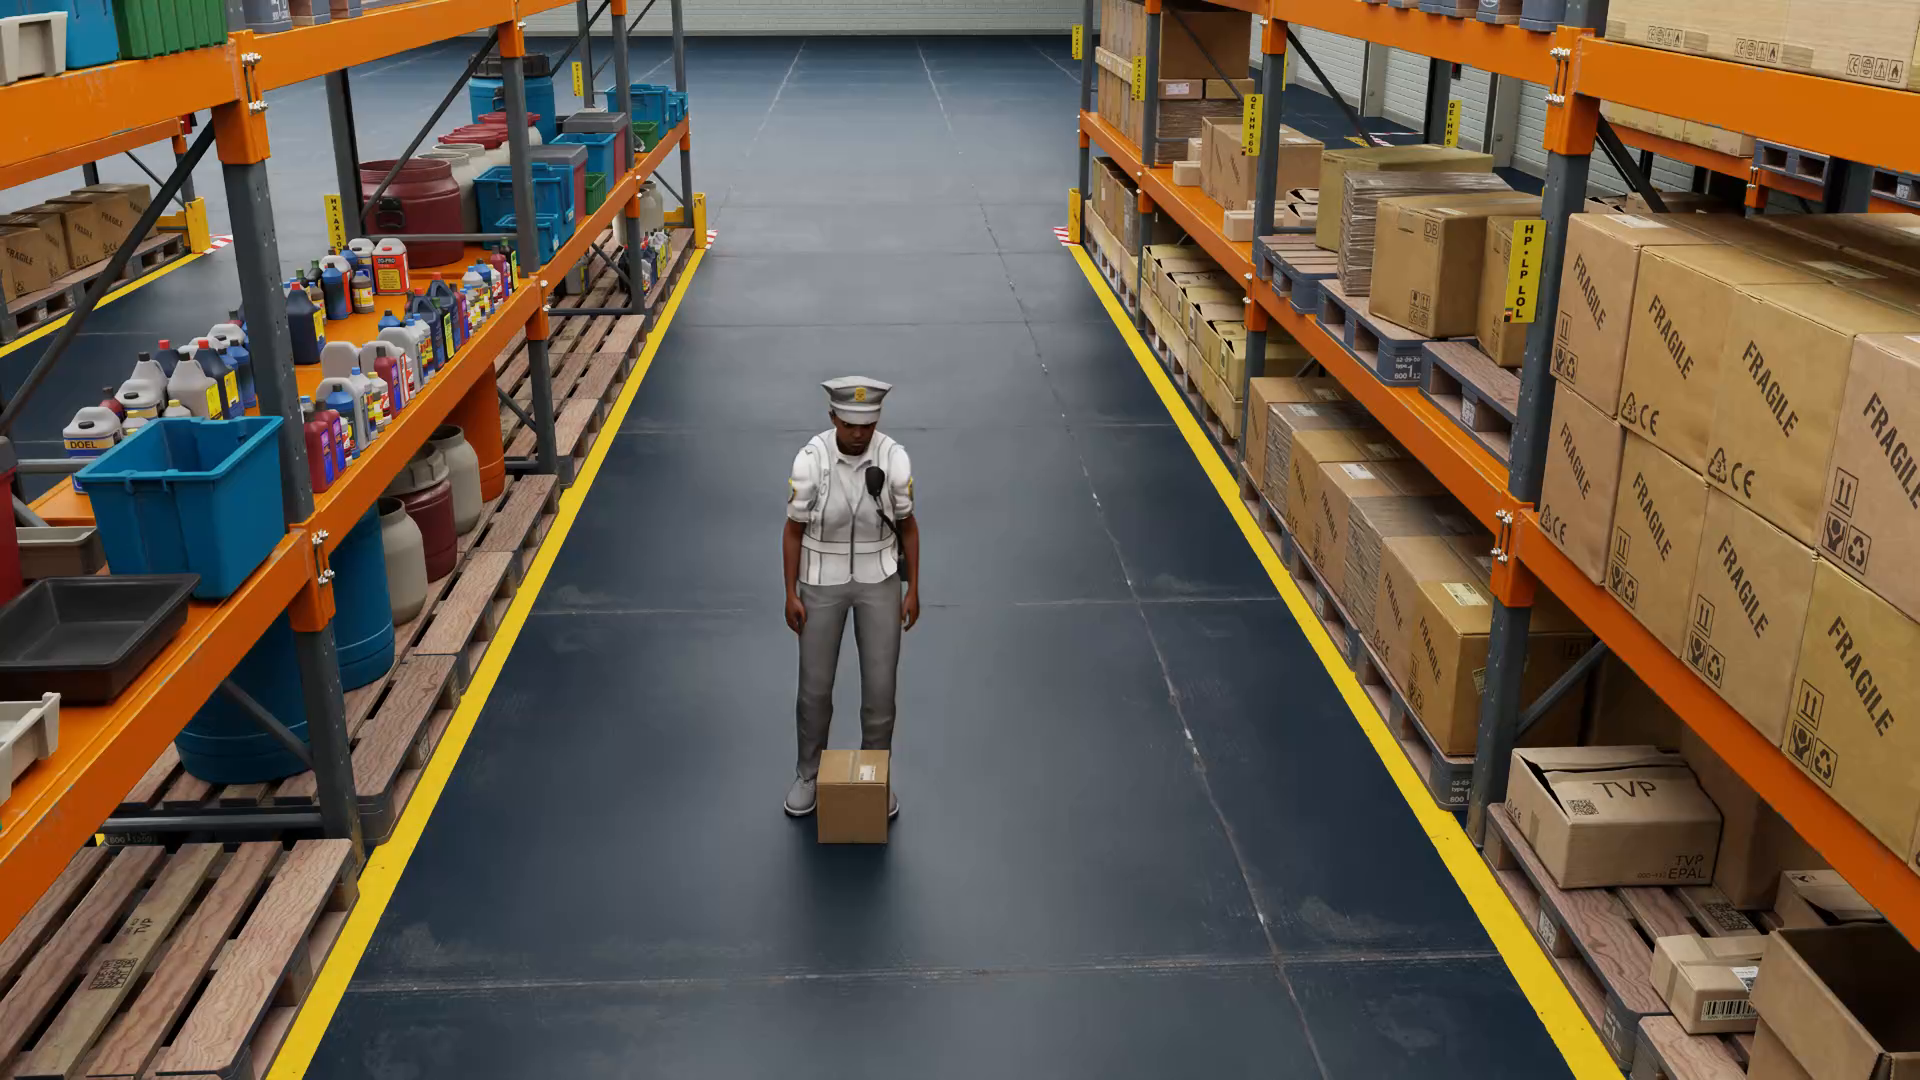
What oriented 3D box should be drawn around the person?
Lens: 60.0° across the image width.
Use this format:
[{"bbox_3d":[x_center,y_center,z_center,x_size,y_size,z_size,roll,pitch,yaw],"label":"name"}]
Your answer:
[{"bbox_3d":[-0.404,0.199,6.046,0.530,1.660,0.428,-2,21,-6],"label":"person"}]
